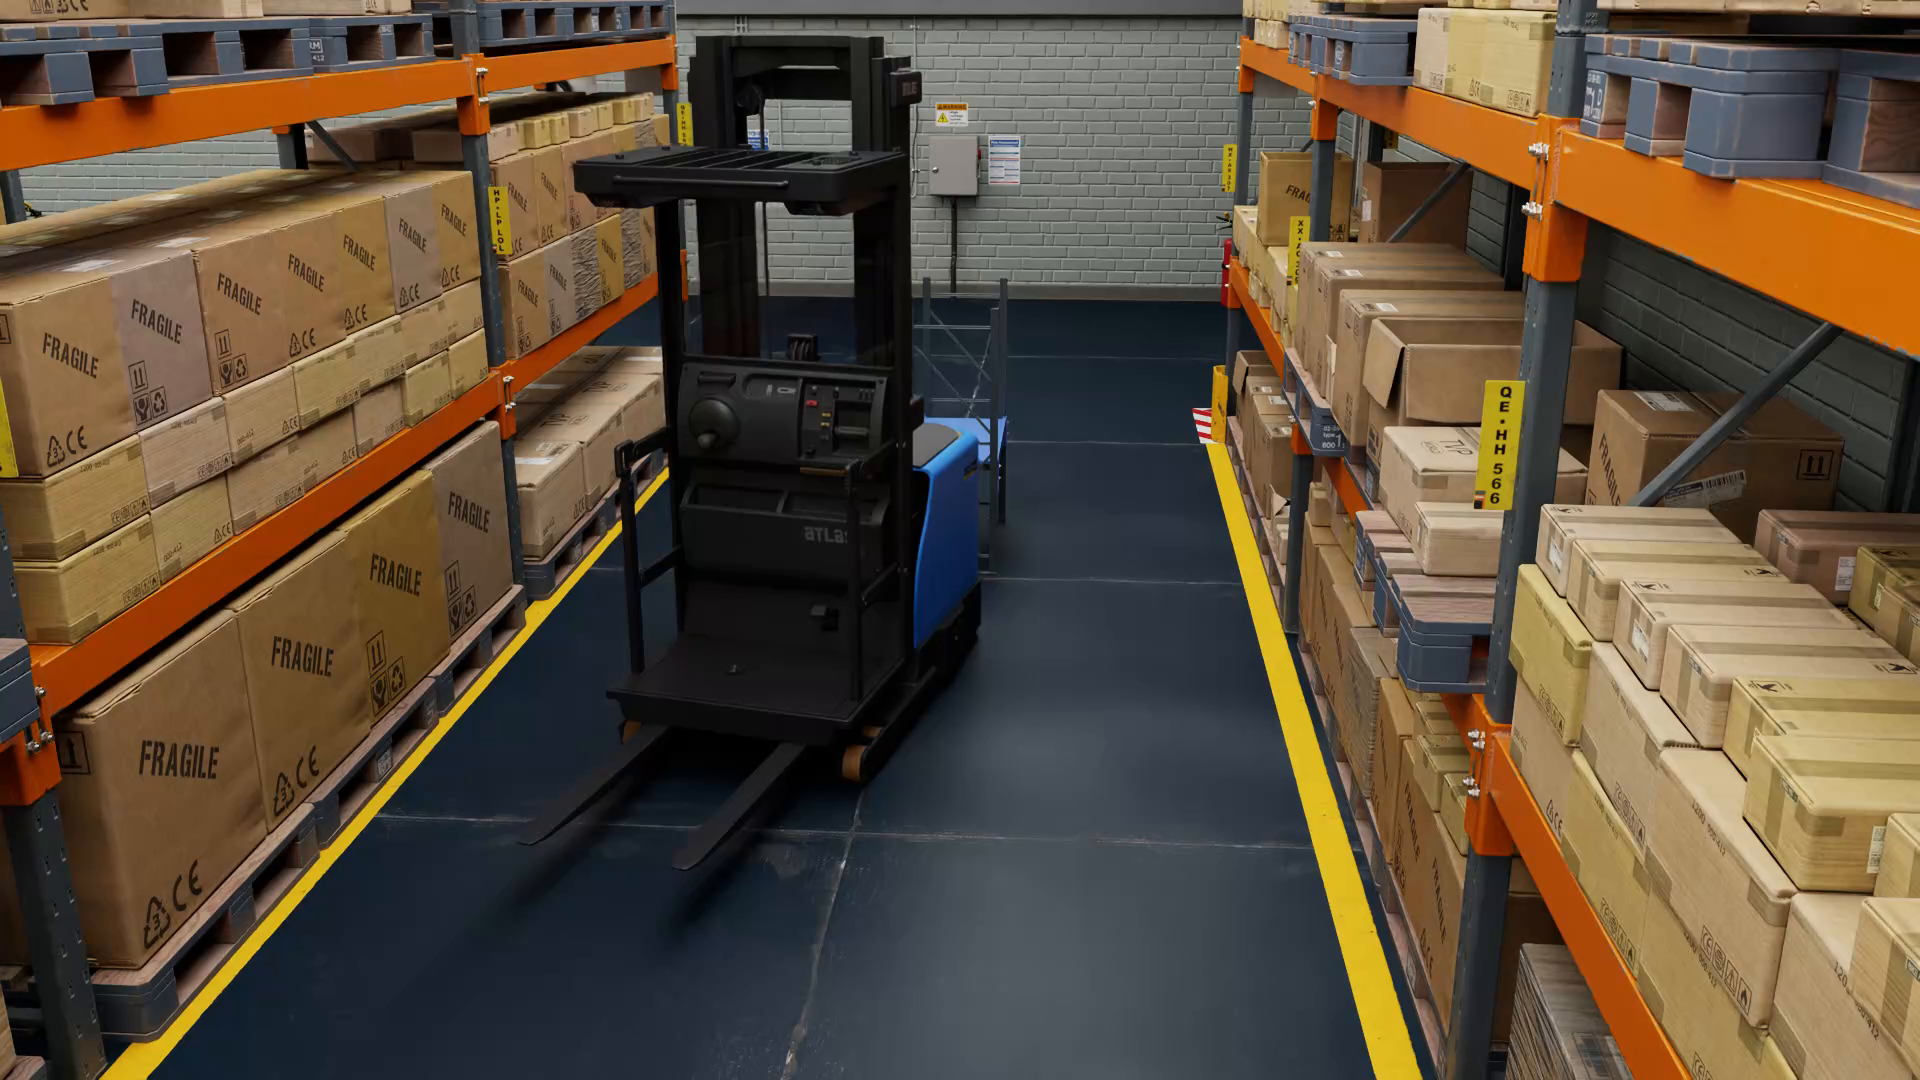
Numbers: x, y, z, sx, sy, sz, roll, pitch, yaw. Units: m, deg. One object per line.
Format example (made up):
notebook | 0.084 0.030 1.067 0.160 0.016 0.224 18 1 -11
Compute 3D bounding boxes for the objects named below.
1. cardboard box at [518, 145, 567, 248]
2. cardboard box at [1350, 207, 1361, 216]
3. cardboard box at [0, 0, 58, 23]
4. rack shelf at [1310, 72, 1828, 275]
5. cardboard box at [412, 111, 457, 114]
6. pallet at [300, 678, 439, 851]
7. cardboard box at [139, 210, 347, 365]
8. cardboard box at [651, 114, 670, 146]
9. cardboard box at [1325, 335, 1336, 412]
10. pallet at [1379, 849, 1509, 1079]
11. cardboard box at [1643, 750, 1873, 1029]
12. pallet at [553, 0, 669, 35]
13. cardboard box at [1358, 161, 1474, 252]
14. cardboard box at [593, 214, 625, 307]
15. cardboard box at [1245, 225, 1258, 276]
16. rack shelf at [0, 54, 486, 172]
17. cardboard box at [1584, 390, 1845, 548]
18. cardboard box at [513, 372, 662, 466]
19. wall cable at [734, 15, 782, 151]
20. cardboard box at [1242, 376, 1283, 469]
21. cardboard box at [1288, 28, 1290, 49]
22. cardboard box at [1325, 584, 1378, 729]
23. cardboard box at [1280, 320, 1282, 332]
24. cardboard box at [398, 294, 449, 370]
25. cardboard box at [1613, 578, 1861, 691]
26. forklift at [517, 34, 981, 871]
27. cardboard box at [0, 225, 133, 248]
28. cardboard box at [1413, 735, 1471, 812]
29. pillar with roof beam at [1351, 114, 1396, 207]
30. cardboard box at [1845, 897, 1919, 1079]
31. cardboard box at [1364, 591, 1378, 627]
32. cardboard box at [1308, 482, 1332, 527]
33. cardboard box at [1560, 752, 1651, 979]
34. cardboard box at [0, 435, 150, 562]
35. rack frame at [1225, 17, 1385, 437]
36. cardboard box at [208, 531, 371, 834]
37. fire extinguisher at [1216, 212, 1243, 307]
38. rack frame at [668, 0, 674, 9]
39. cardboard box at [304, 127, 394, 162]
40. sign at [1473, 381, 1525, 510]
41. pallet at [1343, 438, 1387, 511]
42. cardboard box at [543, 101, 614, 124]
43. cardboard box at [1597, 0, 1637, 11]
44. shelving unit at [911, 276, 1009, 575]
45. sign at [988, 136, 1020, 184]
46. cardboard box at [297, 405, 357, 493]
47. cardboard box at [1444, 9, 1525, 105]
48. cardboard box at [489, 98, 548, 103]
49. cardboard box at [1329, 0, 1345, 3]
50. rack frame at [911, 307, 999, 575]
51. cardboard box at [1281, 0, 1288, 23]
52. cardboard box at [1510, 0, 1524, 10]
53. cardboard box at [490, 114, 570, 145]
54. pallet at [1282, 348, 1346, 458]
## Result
cardboard box | -2.480 -1.882 9.084 0.500 0.500 0.500 1 18 3
cardboard box | 2.672 -2.114 11.321 0.500 0.250 0.500 2 18 6
cardboard box | -3.203 -1.802 4.954 0.700 0.500 0.500 0 18 1
rack shelf | 2.010 -1.413 5.756 1.077 0.370 4.000 1 18 4
cardboard box | -2.939 -2.390 9.591 0.380 0.149 0.250 1 18 3
pallet | -2.863 0.886 6.880 1.003 0.211 1.213 1 18 4
cardboard box | -2.687 -0.960 6.268 0.500 0.500 0.500 2 18 5
cardboard box | -2.308 -2.670 11.489 0.500 0.500 0.500 2 18 6
cardboard box | 1.671 -0.663 6.672 0.396 0.266 0.258 2 18 7
pallet | 1.958 1.386 5.355 1.003 0.211 1.213 1 18 4
cardboard box | 1.498 0.575 2.788 0.500 0.250 0.500 1 18 3
pallet | -2.554 -3.455 10.976 1.003 0.211 1.213 1 18 4
cardboard box | 2.525 -1.834 9.261 0.500 0.500 0.500 1 18 2
cardboard box | -2.384 -1.718 10.189 0.500 0.500 0.500 2 18 6
cardboard box | 2.070 -1.814 10.405 0.500 0.250 0.500 1 18 3
rack shelf | -2.941 -1.523 6.091 1.077 0.370 4.000 1 18 4
cardboard box | 2.059 -0.112 4.612 0.500 0.500 0.500 2 18 7
cardboard box | -2.516 -0.793 10.966 0.875 0.438 0.875 2 18 5
wall cable | -2.130 -4.552 17.316 0.585 1.953 0.123 1 18 4
cardboard box | 2.201 -0.752 10.742 0.700 0.500 0.500 2 18 6
cardboard box | 2.015 -2.771 9.149 0.380 0.149 0.250 1 18 4
cardboard box | 1.826 0.503 6.910 0.500 0.500 0.500 1 18 2
cardboard box | 1.961 -1.179 9.109 0.380 0.149 0.250 2 18 5
cardboard box | -2.616 -0.929 7.379 0.500 0.250 0.500 2 18 5
cardboard box | 1.539 0.192 3.319 0.380 0.149 0.250 2 18 5
forklift | -0.816 -0.524 6.817 1.130 2.935 3.031 5 19 16
cardboard box | -3.238 -0.821 5.844 0.500 0.500 0.500 1 18 4
cardboard box | 1.638 0.727 5.185 0.380 0.149 0.250 0 18 1
pillar with roof beam | -0.762 -5.957 13.652 9.100 9.000 0.400 1 18 4
cardboard box | 1.387 0.586 2.117 0.380 0.149 0.250 1 18 2
cardboard box | 1.831 0.242 6.666 0.380 0.149 0.250 2 18 6
cardboard box | 1.862 -0.165 7.908 0.380 0.149 0.250 2 18 7
cardboard box | 1.550 0.651 3.359 0.500 0.250 0.500 1 18 3
cardboard box | -2.802 -0.136 4.959 0.500 0.250 0.500 1 18 4
rack frame | 2.440 -2.193 11.799 1.000 3.000 0.127 1 18 4
cardboard box | -2.884 0.502 6.310 0.875 0.875 0.875 2 18 5
fire extinguisher | 1.989 -2.035 12.040 0.296 0.674 0.183 1 18 4
rack frame | -2.511 -5.154 11.199 1.000 3.000 0.127 1 18 4
cardboard box | -3.093 -1.994 8.383 0.380 0.149 0.250 1 18 3
sign | 1.325 -0.230 4.076 0.100 0.325 0.005 1 18 4
pallet | 2.001 -0.221 6.089 1.003 0.211 1.213 1 18 4
cardboard box | -2.415 -2.699 10.536 0.380 0.149 0.250 1 18 3
cardboard box | 1.539 -1.168 3.394 0.380 0.166 0.250 1 18 4
shelving unit | -0.006 -0.686 9.609 0.538 1.500 1.048 1 18 4
sign | 0.462 -3.970 17.375 0.329 0.494 0.001 1 18 4
cardboard box | -2.704 -0.369 6.473 0.500 0.250 0.500 1 18 4
cardboard box | 1.696 -1.383 4.752 0.500 0.250 0.500 1 18 4
cardboard box | -2.894 -2.786 10.801 0.380 0.149 0.250 1 18 2
cardboard box | 1.658 -2.183 6.518 0.380 0.149 0.250 2 18 5
rack frame | -0.043 -0.528 9.127 0.500 1.500 0.032 1 18 4
cardboard box | 2.013 -2.922 8.970 0.500 0.250 0.500 2 18 5
cardboard box | 1.734 -1.529 4.554 0.380 0.149 0.250 2 18 5
cardboard box | -2.411 -2.301 9.321 0.380 0.149 0.250 1 18 2
pallet | 1.987 -0.614 7.287 1.003 0.211 1.213 1 18 4
